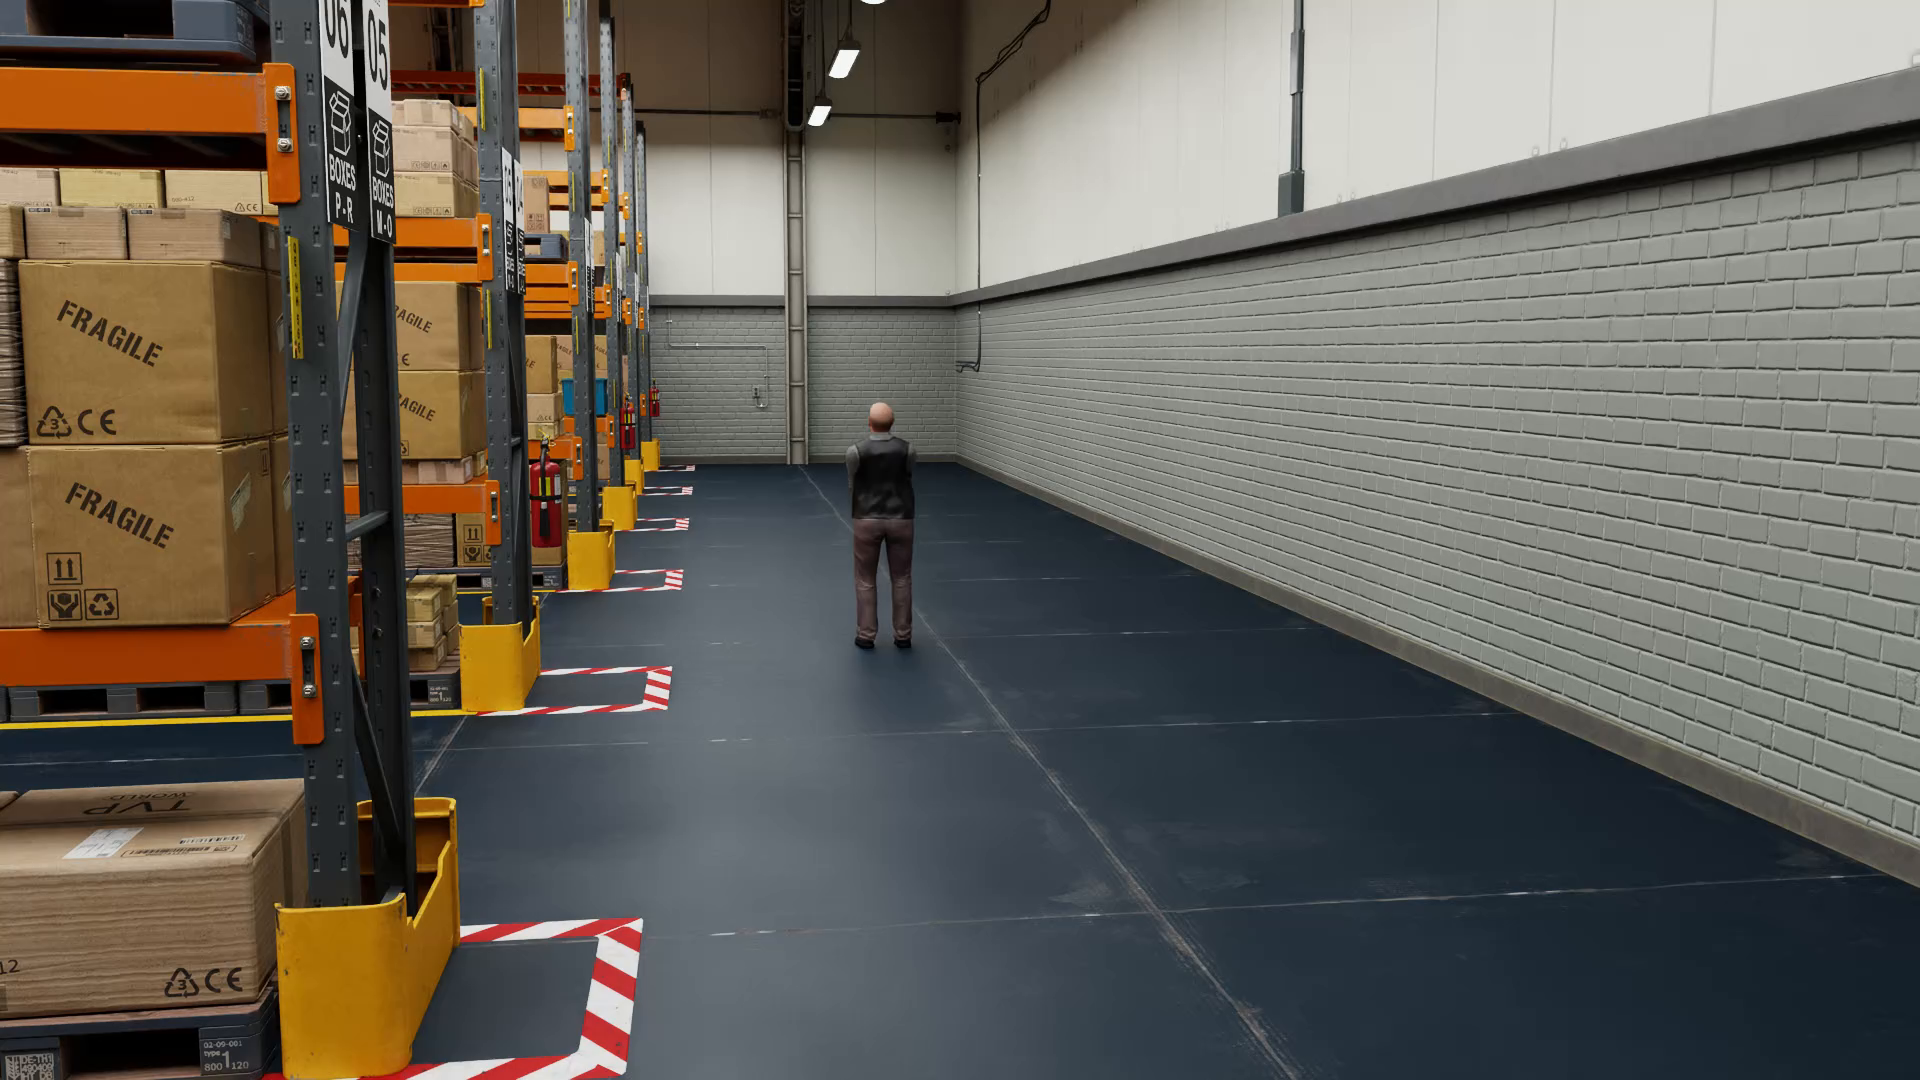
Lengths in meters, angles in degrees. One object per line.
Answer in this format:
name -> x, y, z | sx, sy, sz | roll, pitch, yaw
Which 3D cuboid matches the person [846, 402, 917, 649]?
person -> -0.562, -0.114, 11.688 | 0.494, 1.712, 0.551 | -1, 7, -9
